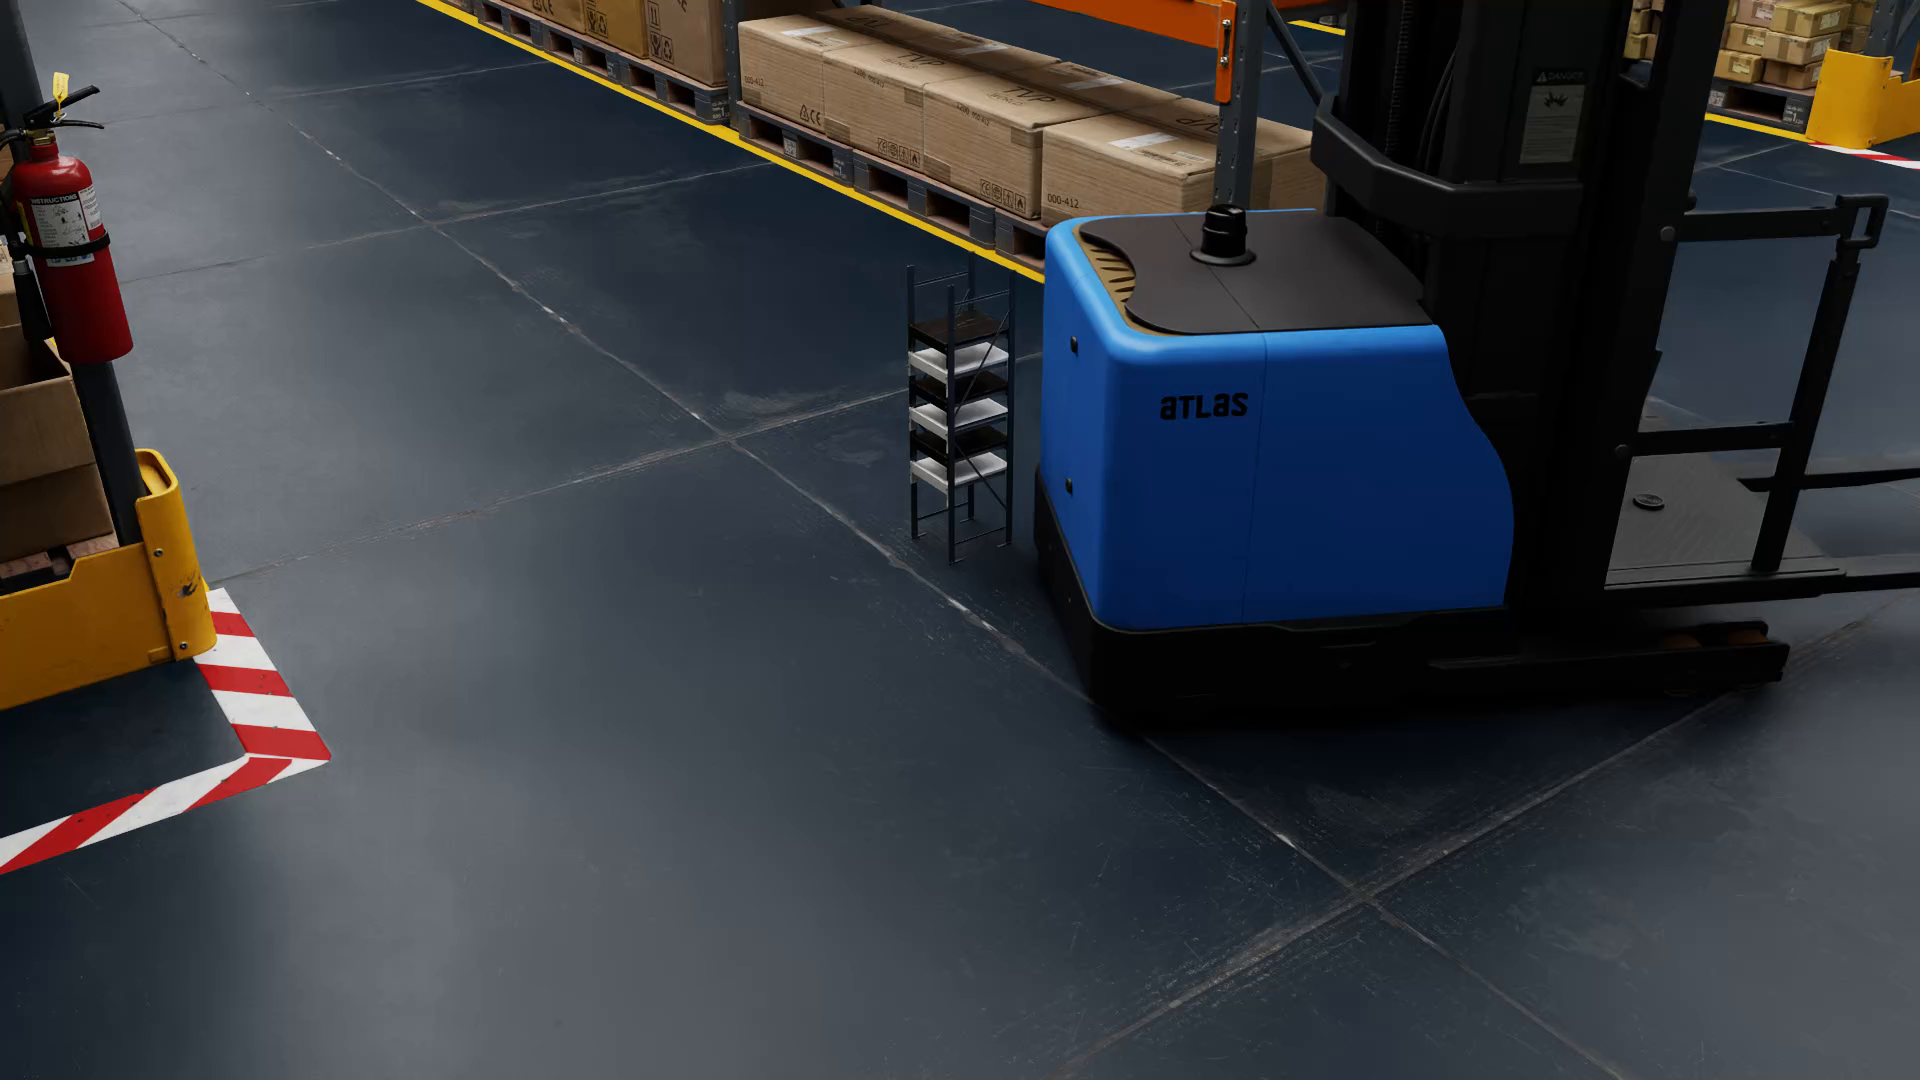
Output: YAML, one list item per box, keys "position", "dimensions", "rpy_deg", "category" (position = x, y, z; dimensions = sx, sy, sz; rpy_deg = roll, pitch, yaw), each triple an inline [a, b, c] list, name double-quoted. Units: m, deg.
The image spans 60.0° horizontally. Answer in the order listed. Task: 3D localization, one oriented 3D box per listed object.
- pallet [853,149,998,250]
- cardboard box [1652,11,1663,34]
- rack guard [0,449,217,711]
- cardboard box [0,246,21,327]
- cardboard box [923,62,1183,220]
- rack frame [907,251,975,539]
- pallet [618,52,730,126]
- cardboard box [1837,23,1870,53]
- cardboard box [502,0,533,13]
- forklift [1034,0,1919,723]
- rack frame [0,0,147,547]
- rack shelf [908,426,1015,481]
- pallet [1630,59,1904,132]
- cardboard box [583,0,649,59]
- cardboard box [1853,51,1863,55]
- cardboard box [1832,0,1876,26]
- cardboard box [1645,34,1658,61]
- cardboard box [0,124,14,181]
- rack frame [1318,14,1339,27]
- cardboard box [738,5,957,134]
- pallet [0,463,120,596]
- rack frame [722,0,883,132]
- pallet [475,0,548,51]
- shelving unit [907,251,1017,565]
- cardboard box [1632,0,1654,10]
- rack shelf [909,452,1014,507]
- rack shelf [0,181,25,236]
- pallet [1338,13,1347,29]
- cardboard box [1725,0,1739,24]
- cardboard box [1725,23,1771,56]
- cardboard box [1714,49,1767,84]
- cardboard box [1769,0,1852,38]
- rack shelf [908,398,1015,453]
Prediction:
- position: [0.198, -1.803, 8.349]
  dimensions: [1.003, 0.211, 1.213]
  rpy_deg: [-19, 34, -31]
  category: "pallet"
- position: [4.489, -3.198, 10.231]
  dimensions: [0.380, 0.149, 0.250]
  rpy_deg: [-19, 34, -31]
  category: "cardboard box"
- position: [-2.656, 0.179, 4.396]
  dimensions: [1.175, 0.500, 0.348]
  rpy_deg: [-19, 34, -31]
  category: "rack guard"
- position: [-3.354, -0.583, 5.359]
  dimensions: [0.700, 0.500, 0.500]
  rpy_deg: [-17, 33, -29]
  category: "cardboard box"
- position: [0.427, -1.906, 7.862]
  dimensions: [0.875, 0.438, 0.875]
  rpy_deg: [-18, 33, -29]
  category: "cardboard box"
- position: [-0.054, -0.432, 5.102]
  dimensions: [0.240, 0.900, 0.006]
  rpy_deg: [-19, 34, -31]
  category: "rack frame"
- position: [-1.400, -2.874, 10.321]
  dimensions: [1.003, 0.211, 1.213]
  rpy_deg: [-19, 34, -31]
  category: "pallet"
- position: [5.308, -3.012, 9.889]
  dimensions: [0.380, 0.149, 0.250]
  rpy_deg: [-17, 33, -29]
  category: "cardboard box"
- position: [-2.878, -4.335, 11.875]
  dimensions: [0.875, 0.875, 0.875]
  rpy_deg: [-19, 34, -31]
  category: "cardboard box"
- position: [1.783, -1.114, 4.230]
  dimensions: [3.031, 2.935, 1.130]
  rpy_deg: [-3, 29, -6]
  category: "forklift"
- position: [-2.612, -0.890, 3.745]
  dimensions: [1.000, 3.000, 0.127]
  rpy_deg: [-19, 34, -31]
  category: "rack frame"
- position: [0.005, -0.284, 5.088]
  dimensions: [0.258, 0.077, 0.200]
  rpy_deg: [-19, 34, -31]
  category: "rack shelf"
- position: [4.916, -2.805, 10.193]
  dimensions: [1.003, 0.211, 1.213]
  rpy_deg: [-19, 34, -31]
  category: "pallet"
- position: [-1.846, -3.639, 10.594]
  dimensions: [0.875, 0.875, 0.875]
  rpy_deg: [-18, 33, -29]
  category: "cardboard box"
- position: [5.359, -2.899, 9.992]
  dimensions: [0.380, 0.149, 0.250]
  rpy_deg: [-18, 33, -30]
  category: "cardboard box"
- position: [5.375, -3.166, 9.860]
  dimensions: [0.380, 0.149, 0.250]
  rpy_deg: [-21, 35, -33]
  category: "cardboard box"
- position: [4.459, -3.044, 10.260]
  dimensions: [0.380, 0.149, 0.250]
  rpy_deg: [-18, 33, -30]
  category: "cardboard box"
- position: [-2.579, -0.983, 4.180]
  dimensions: [0.380, 0.149, 0.250]
  rpy_deg: [-19, 34, -31]
  category: "cardboard box"
- position: [3.082, -5.230, 11.737]
  dimensions: [1.000, 3.000, 0.127]
  rpy_deg: [-19, 34, -31]
  category: "rack frame"
- position: [-0.614, -2.605, 9.149]
  dimensions: [0.875, 0.438, 0.875]
  rpy_deg: [-19, 34, -31]
  category: "cardboard box"
- position: [-3.119, -0.003, 5.035]
  dimensions: [1.003, 0.211, 1.213]
  rpy_deg: [-19, 34, -31]
  category: "pallet"
- position: [-0.891, -3.820, 9.141]
  dimensions: [1.000, 3.000, 0.127]
  rpy_deg: [-19, 34, -31]
  category: "rack frame"
- position: [-2.816, -3.823, 12.067]
  dimensions: [1.003, 0.211, 1.213]
  rpy_deg: [-19, 34, -31]
  category: "pallet"
- position: [0.005, -0.392, 5.029]
  dimensions: [0.258, 0.900, 0.210]
  rpy_deg: [-19, 34, -31]
  category: "shelving unit"
- position: [4.237, -3.390, 10.273]
  dimensions: [0.380, 0.149, 0.250]
  rpy_deg: [-17, 33, -29]
  category: "cardboard box"
- position: [0.005, -0.205, 5.131]
  dimensions: [0.258, 0.077, 0.200]
  rpy_deg: [-19, 34, -31]
  category: "rack shelf"
- position: [-3.772, -1.351, 5.349]
  dimensions: [1.077, 0.370, 4.000]
  rpy_deg: [-19, 34, -31]
  category: "rack shelf"
- position: [3.501, -3.753, 11.940]
  dimensions: [1.003, 0.211, 1.213]
  rpy_deg: [-19, 34, -31]
  category: "pallet"
- position: [4.536, -3.183, 9.891]
  dimensions: [0.380, 0.149, 0.250]
  rpy_deg: [-20, 34, -32]
  category: "cardboard box"
- position: [4.756, -2.980, 9.830]
  dimensions: [0.380, 0.149, 0.250]
  rpy_deg: [-20, 34, -32]
  category: "cardboard box"
- position: [4.696, -2.825, 9.857]
  dimensions: [0.380, 0.149, 0.250]
  rpy_deg: [-18, 33, -29]
  category: "cardboard box"
- position: [4.889, -3.004, 9.562]
  dimensions: [0.380, 0.149, 0.250]
  rpy_deg: [-18, 33, -30]
  category: "cardboard box"
- position: [0.005, -0.363, 5.045]
  dimensions: [0.258, 0.077, 0.200]
  rpy_deg: [-19, 34, -31]
  category: "rack shelf"
